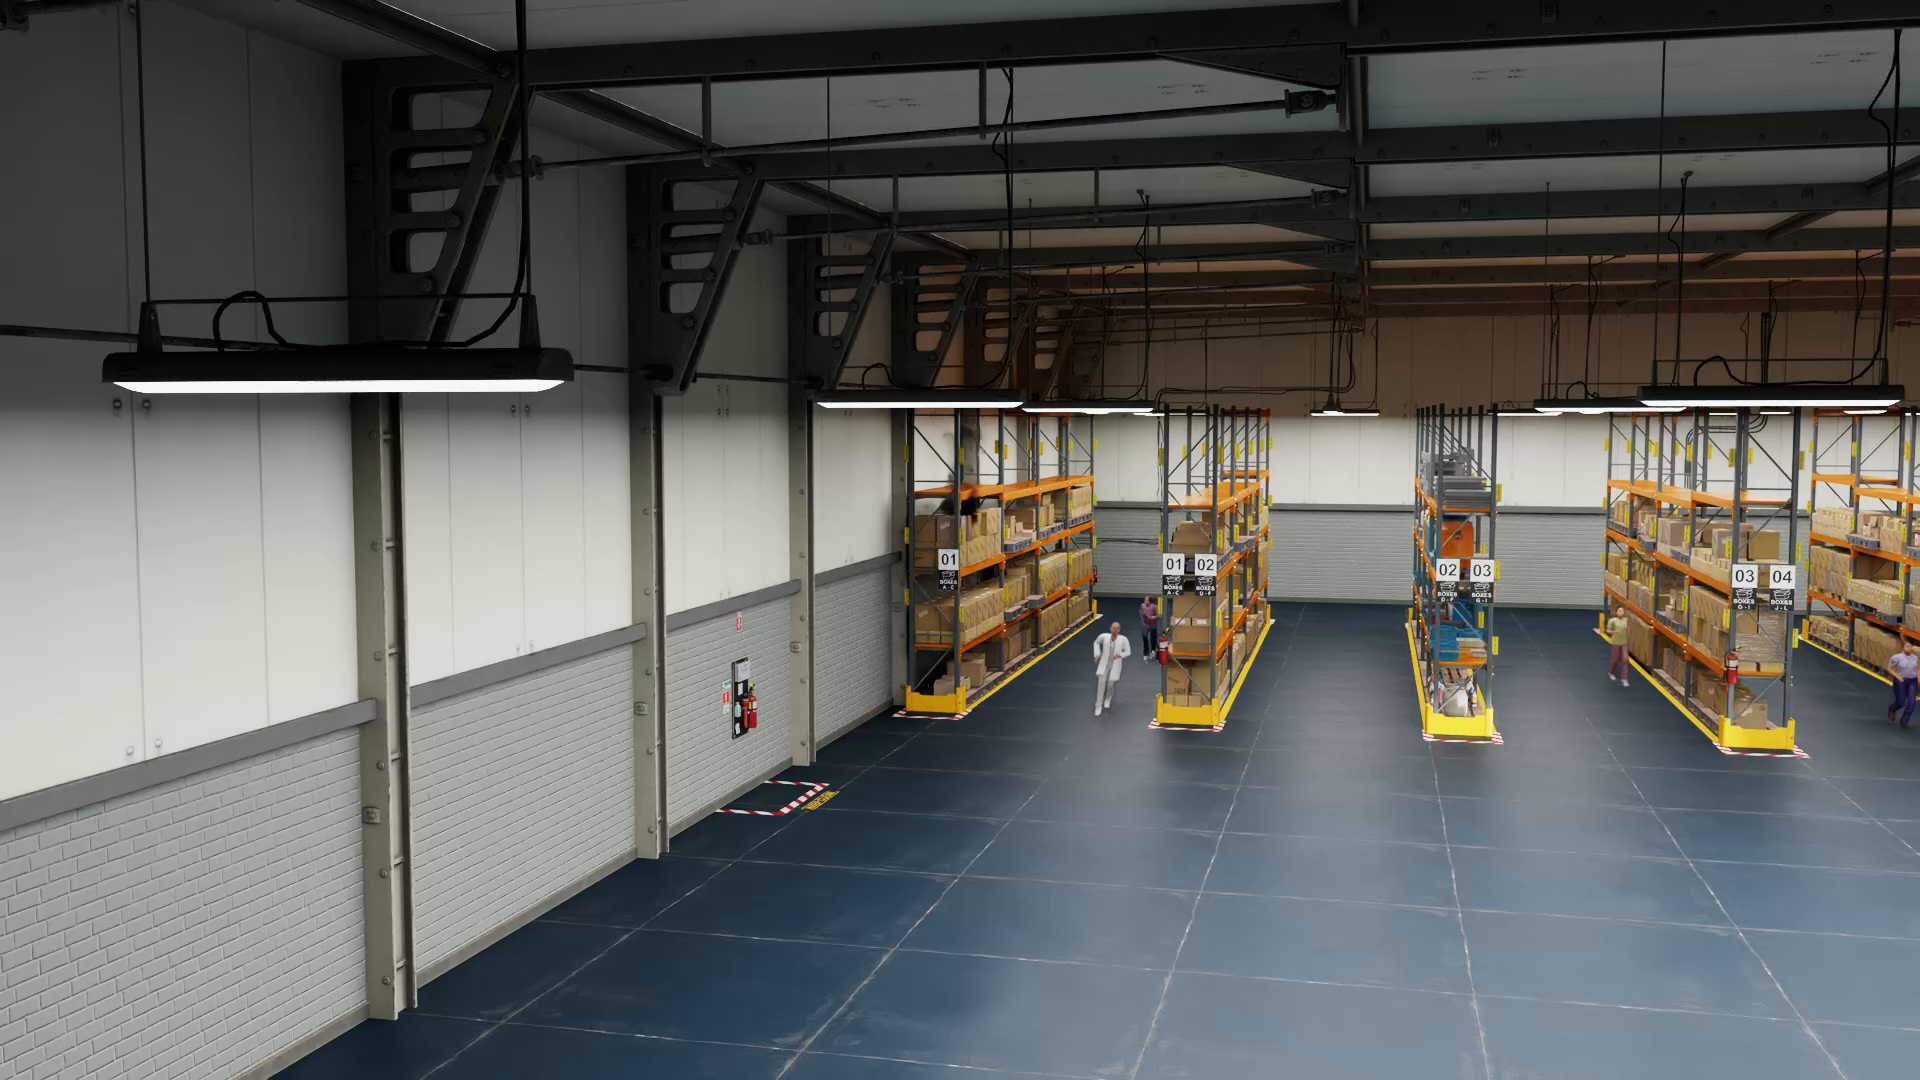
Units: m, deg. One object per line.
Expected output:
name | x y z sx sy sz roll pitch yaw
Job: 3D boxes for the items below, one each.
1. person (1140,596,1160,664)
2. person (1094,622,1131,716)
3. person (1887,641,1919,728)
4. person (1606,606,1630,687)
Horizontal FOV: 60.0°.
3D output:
person | 4.499 2.082 39.316 0.537 1.596 0.880 1 4 16
person | 2.966 2.486 32.468 0.732 1.784 0.998 1 4 8
person | 17.565 2.678 30.924 0.595 1.590 0.560 0 4 5
person | 14.181 2.257 35.819 0.548 1.688 0.904 0 4 4
